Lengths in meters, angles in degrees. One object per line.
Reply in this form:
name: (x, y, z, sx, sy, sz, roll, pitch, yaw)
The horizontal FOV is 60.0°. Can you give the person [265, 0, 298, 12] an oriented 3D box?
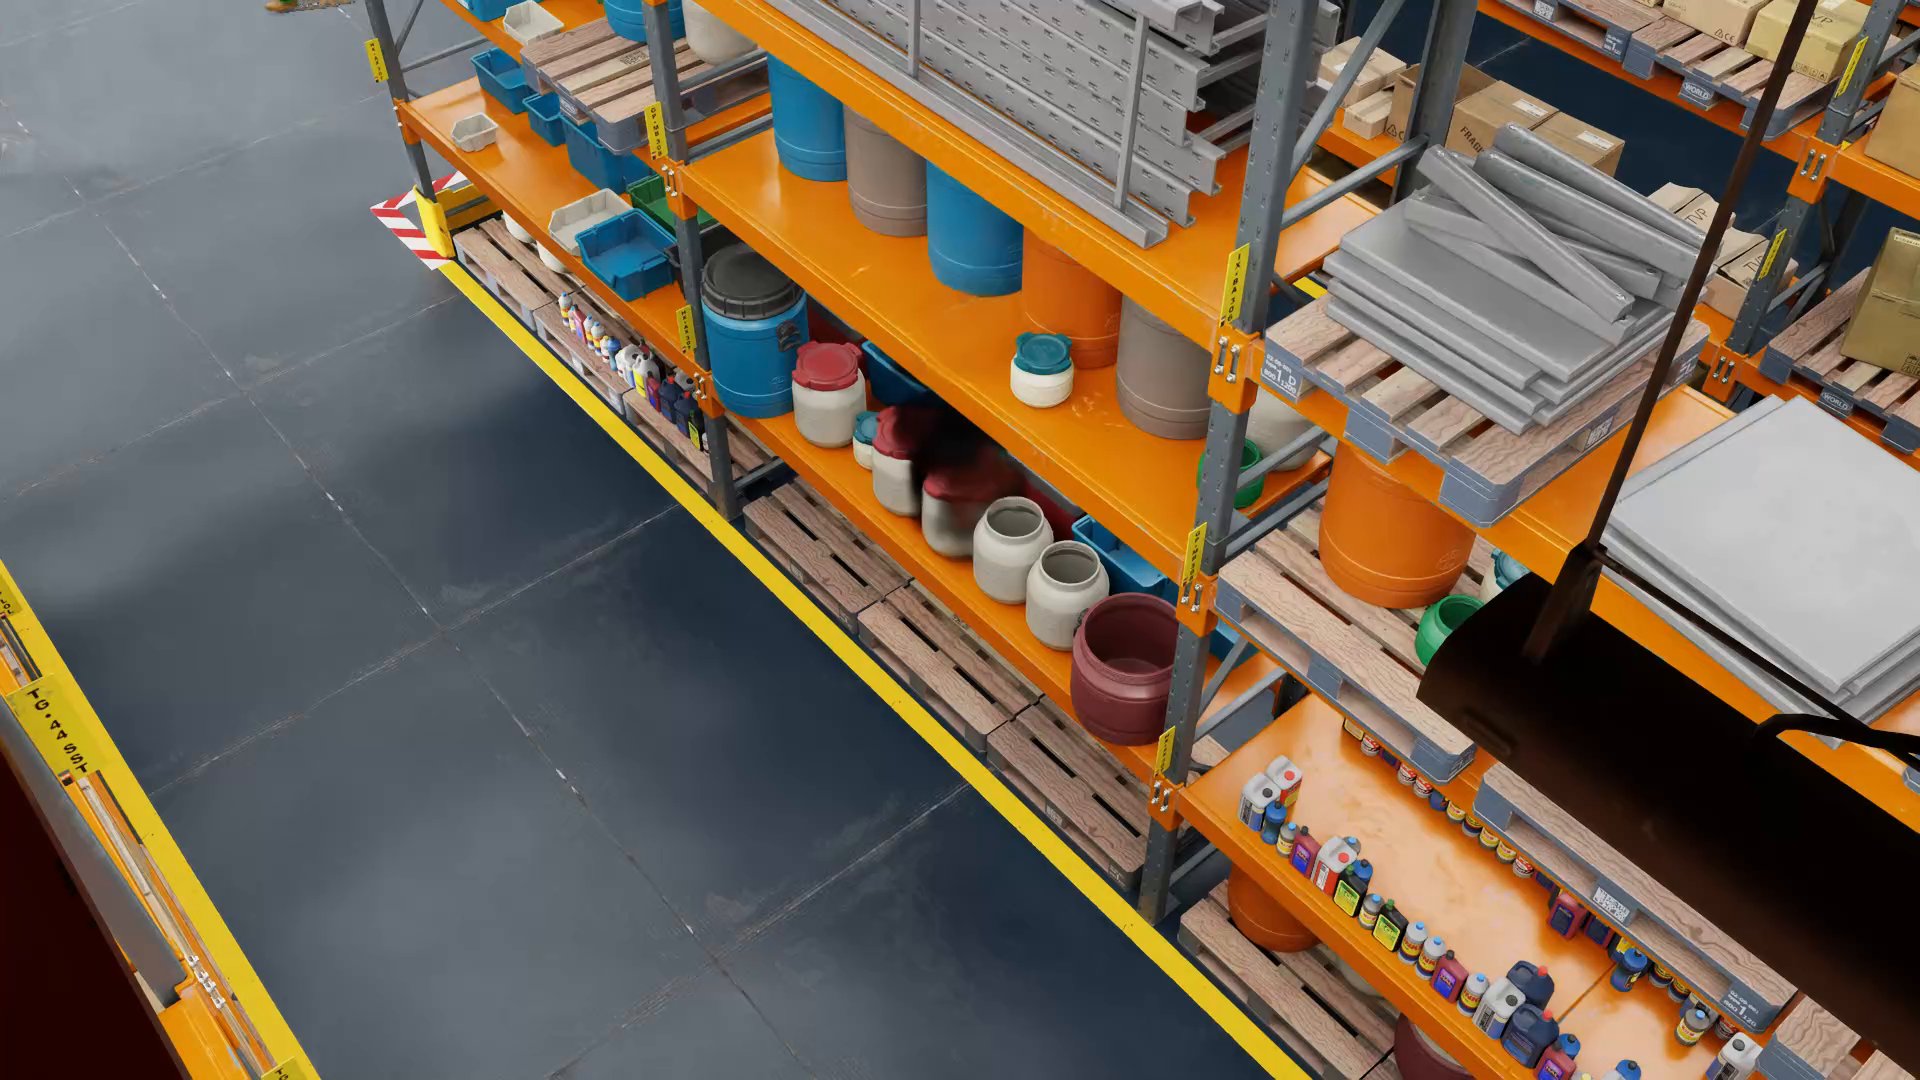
person: (-6.528, -5.625, 15.112, 0.577, 1.740, 0.650, -18, 49, -16)
